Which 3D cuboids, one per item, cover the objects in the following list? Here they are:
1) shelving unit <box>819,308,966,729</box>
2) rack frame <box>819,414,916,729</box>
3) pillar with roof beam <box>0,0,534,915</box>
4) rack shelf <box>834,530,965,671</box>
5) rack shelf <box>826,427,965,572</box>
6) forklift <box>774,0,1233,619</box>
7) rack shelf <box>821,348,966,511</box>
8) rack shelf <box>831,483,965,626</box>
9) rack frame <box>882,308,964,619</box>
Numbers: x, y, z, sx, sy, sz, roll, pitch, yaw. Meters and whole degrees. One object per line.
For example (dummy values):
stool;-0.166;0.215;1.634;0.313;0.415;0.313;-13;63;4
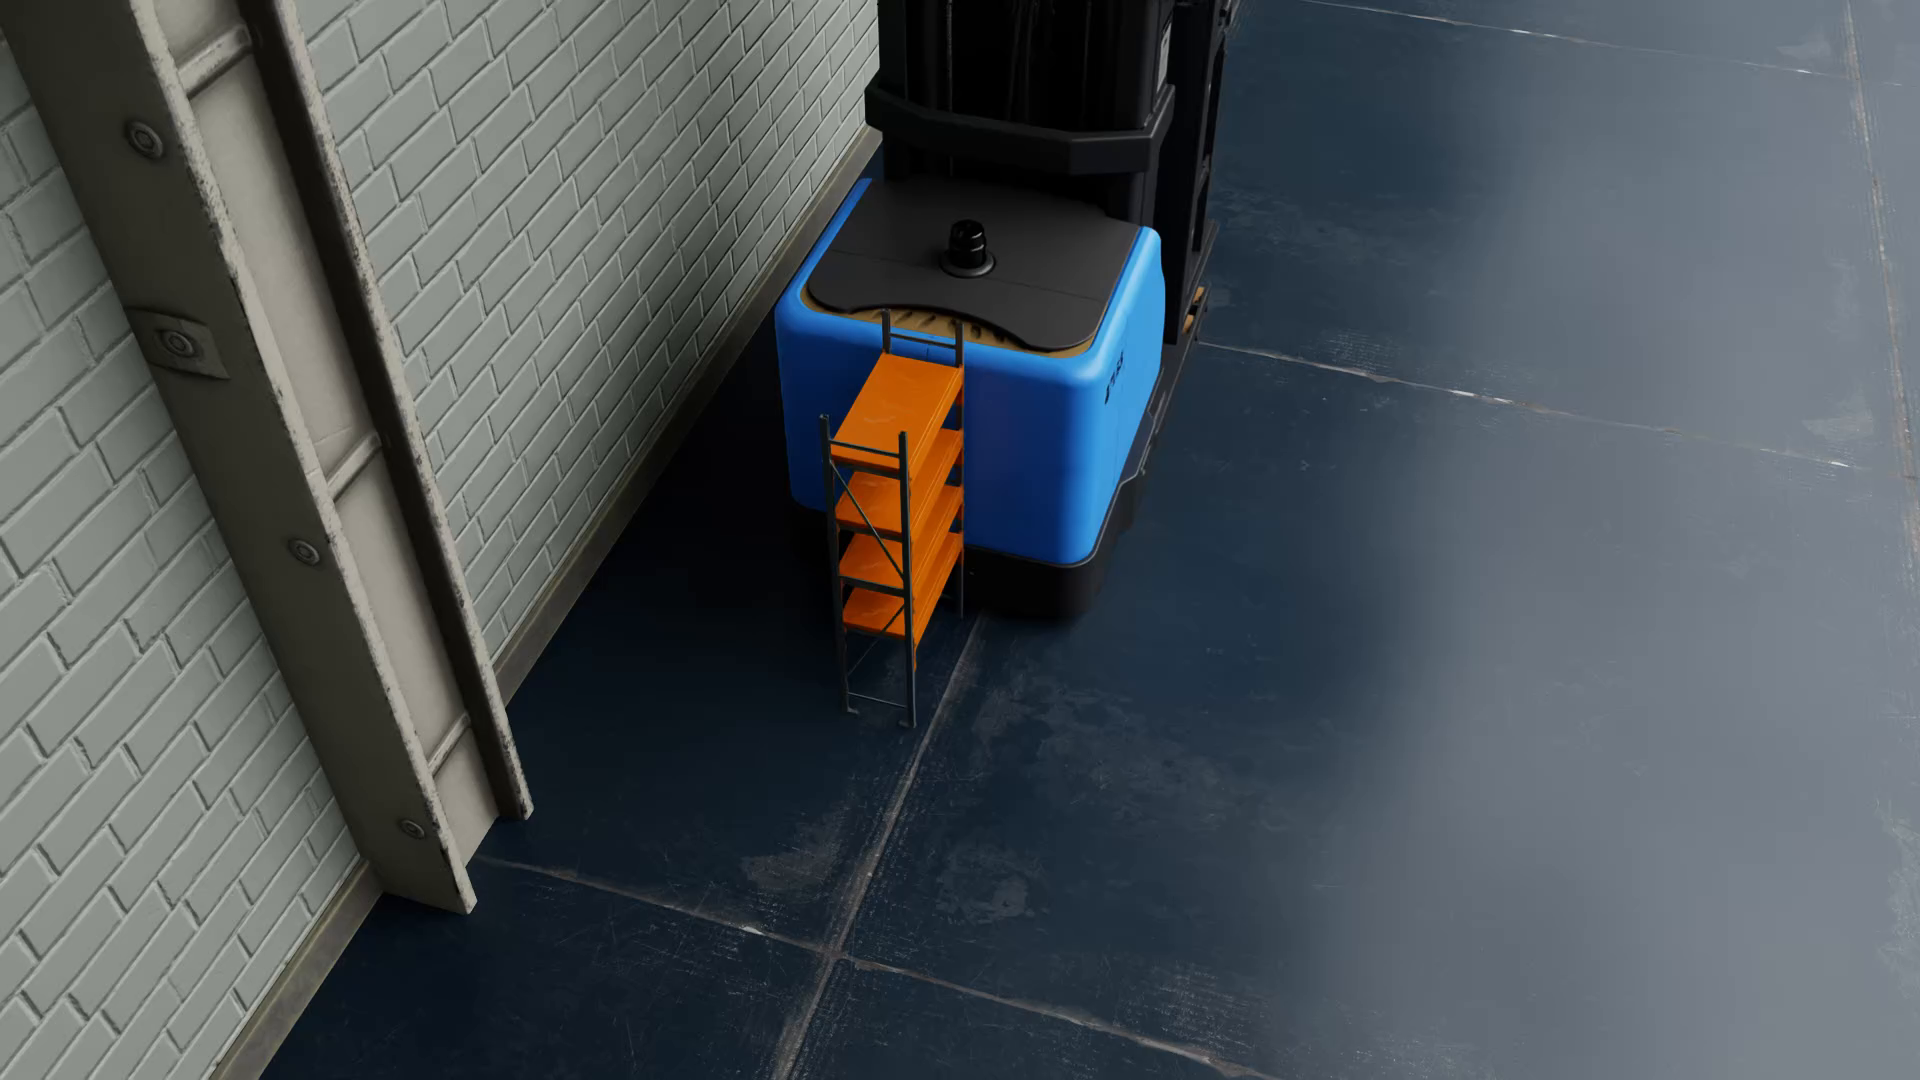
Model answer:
shelving unit;-0.179;-0.035;4.928;0.258;1.200;0.503;13;46;13
rack frame;-0.253;0.128;4.762;0.240;1.200;0.015;13;46;13
pillar with roof beam;2.634;-1.414;0.761;9.100;9.000;0.400;13;46;13
rack shelf;-0.179;0.155;5.114;0.258;0.148;0.480;13;46;13
rack shelf;-0.179;-0.147;4.819;0.258;0.148;0.480;13;46;13
forklift;0.361;-1.840;5.535;1.130;2.935;3.031;13;46;13
rack shelf;-0.179;-0.316;4.653;0.258;0.148;0.480;13;46;13
rack shelf;-0.179;0.013;4.975;0.258;0.148;0.480;13;46;13
rack frame;-0.105;-0.198;5.094;0.240;1.200;0.015;13;46;13
